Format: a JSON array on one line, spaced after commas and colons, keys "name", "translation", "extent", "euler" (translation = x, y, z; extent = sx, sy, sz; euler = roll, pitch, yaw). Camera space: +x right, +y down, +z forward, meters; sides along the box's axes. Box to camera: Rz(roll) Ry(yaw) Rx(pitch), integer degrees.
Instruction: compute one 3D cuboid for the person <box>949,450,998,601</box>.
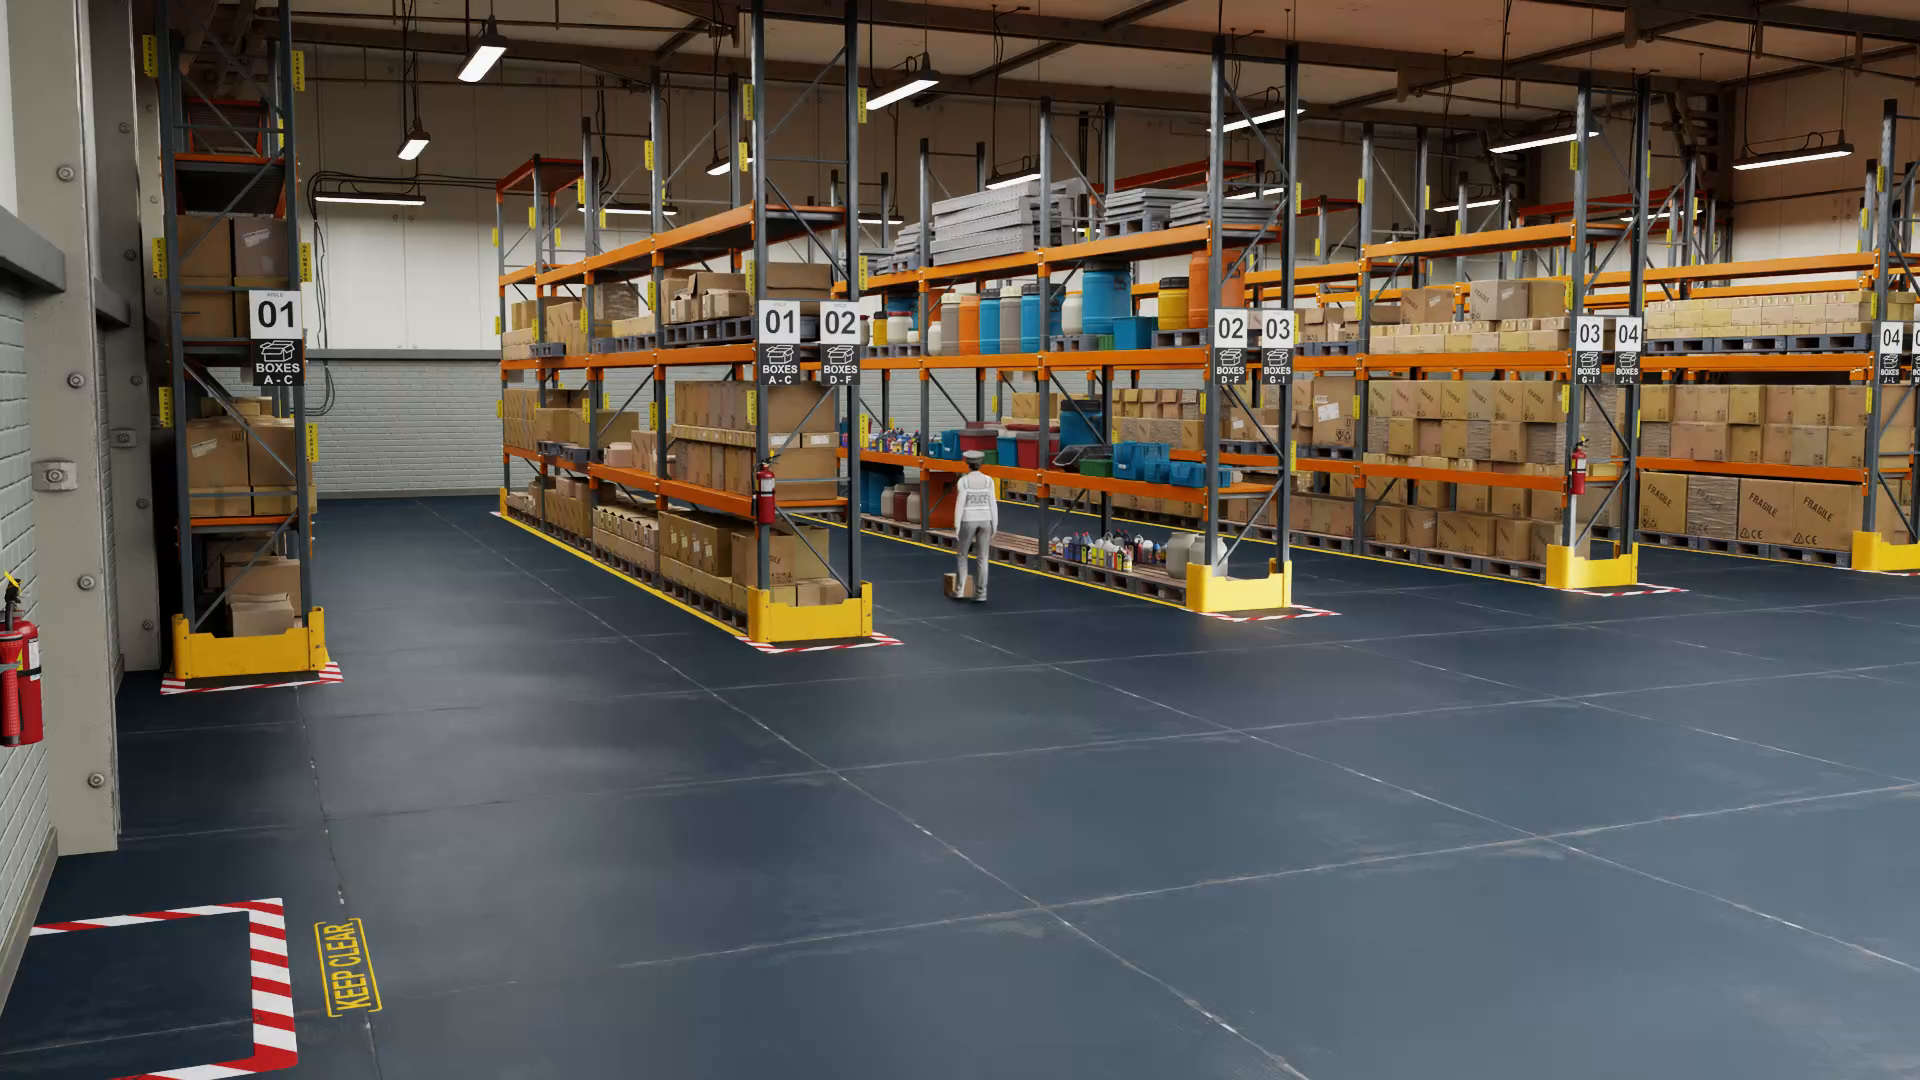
[{"name": "person", "translation": [0.156, -0.163, 18.550], "extent": [0.504, 1.669, 0.590], "euler": [-1, 6, -11]}]
